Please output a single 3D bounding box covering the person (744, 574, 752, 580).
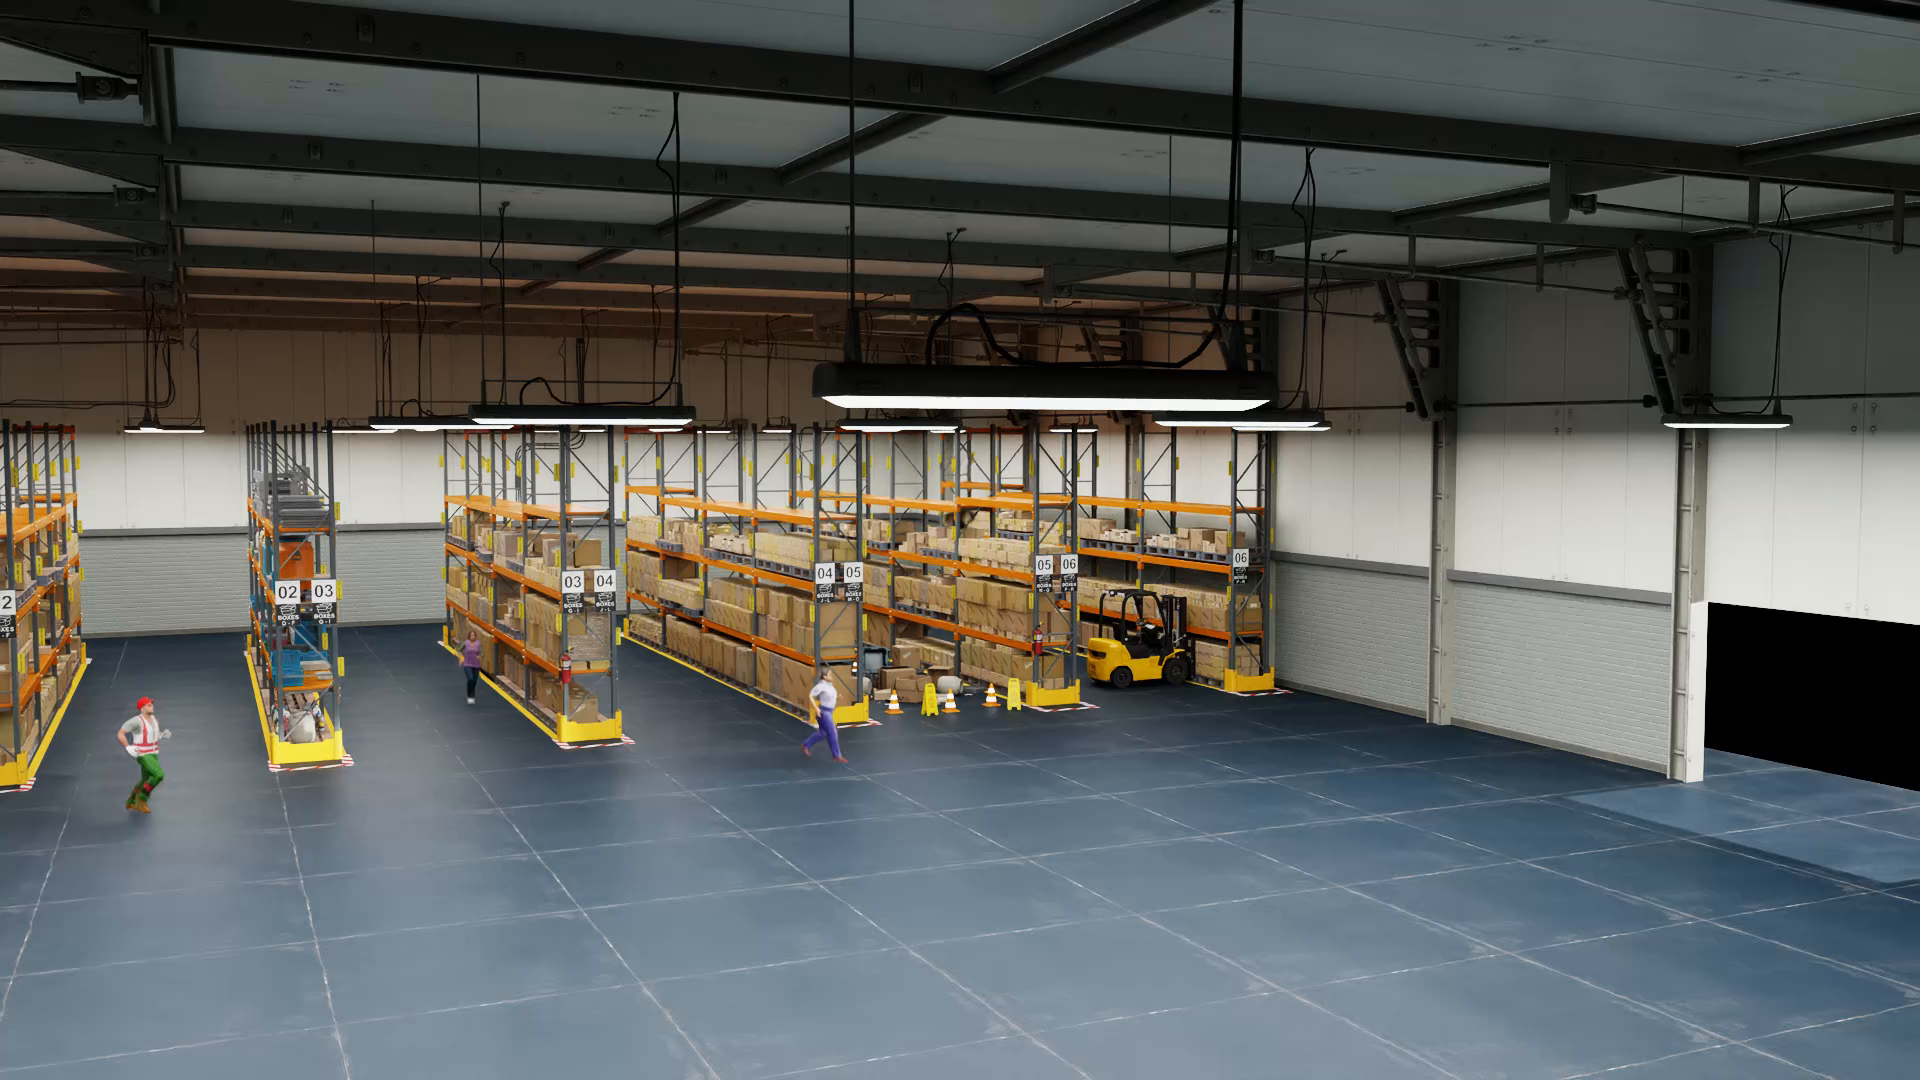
[{"bbox_3d":[-6.564,1.675,50.503,0.705,1.824,0.632,-2,4,-32],"label":"person"}]

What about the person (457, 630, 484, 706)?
[{"bbox_3d":[-10.376,2.715,35.341,0.499,1.615,0.761,-2,4,-30],"label":"person"}]

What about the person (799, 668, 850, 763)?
[{"bbox_3d":[-2.385,3.058,29.102,0.936,1.637,0.604,1,4,10],"label":"person"}]

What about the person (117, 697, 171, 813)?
[{"bbox_3d":[-12.339,3.254,25.224,0.707,1.745,0.644,0,4,6],"label":"person"}]
